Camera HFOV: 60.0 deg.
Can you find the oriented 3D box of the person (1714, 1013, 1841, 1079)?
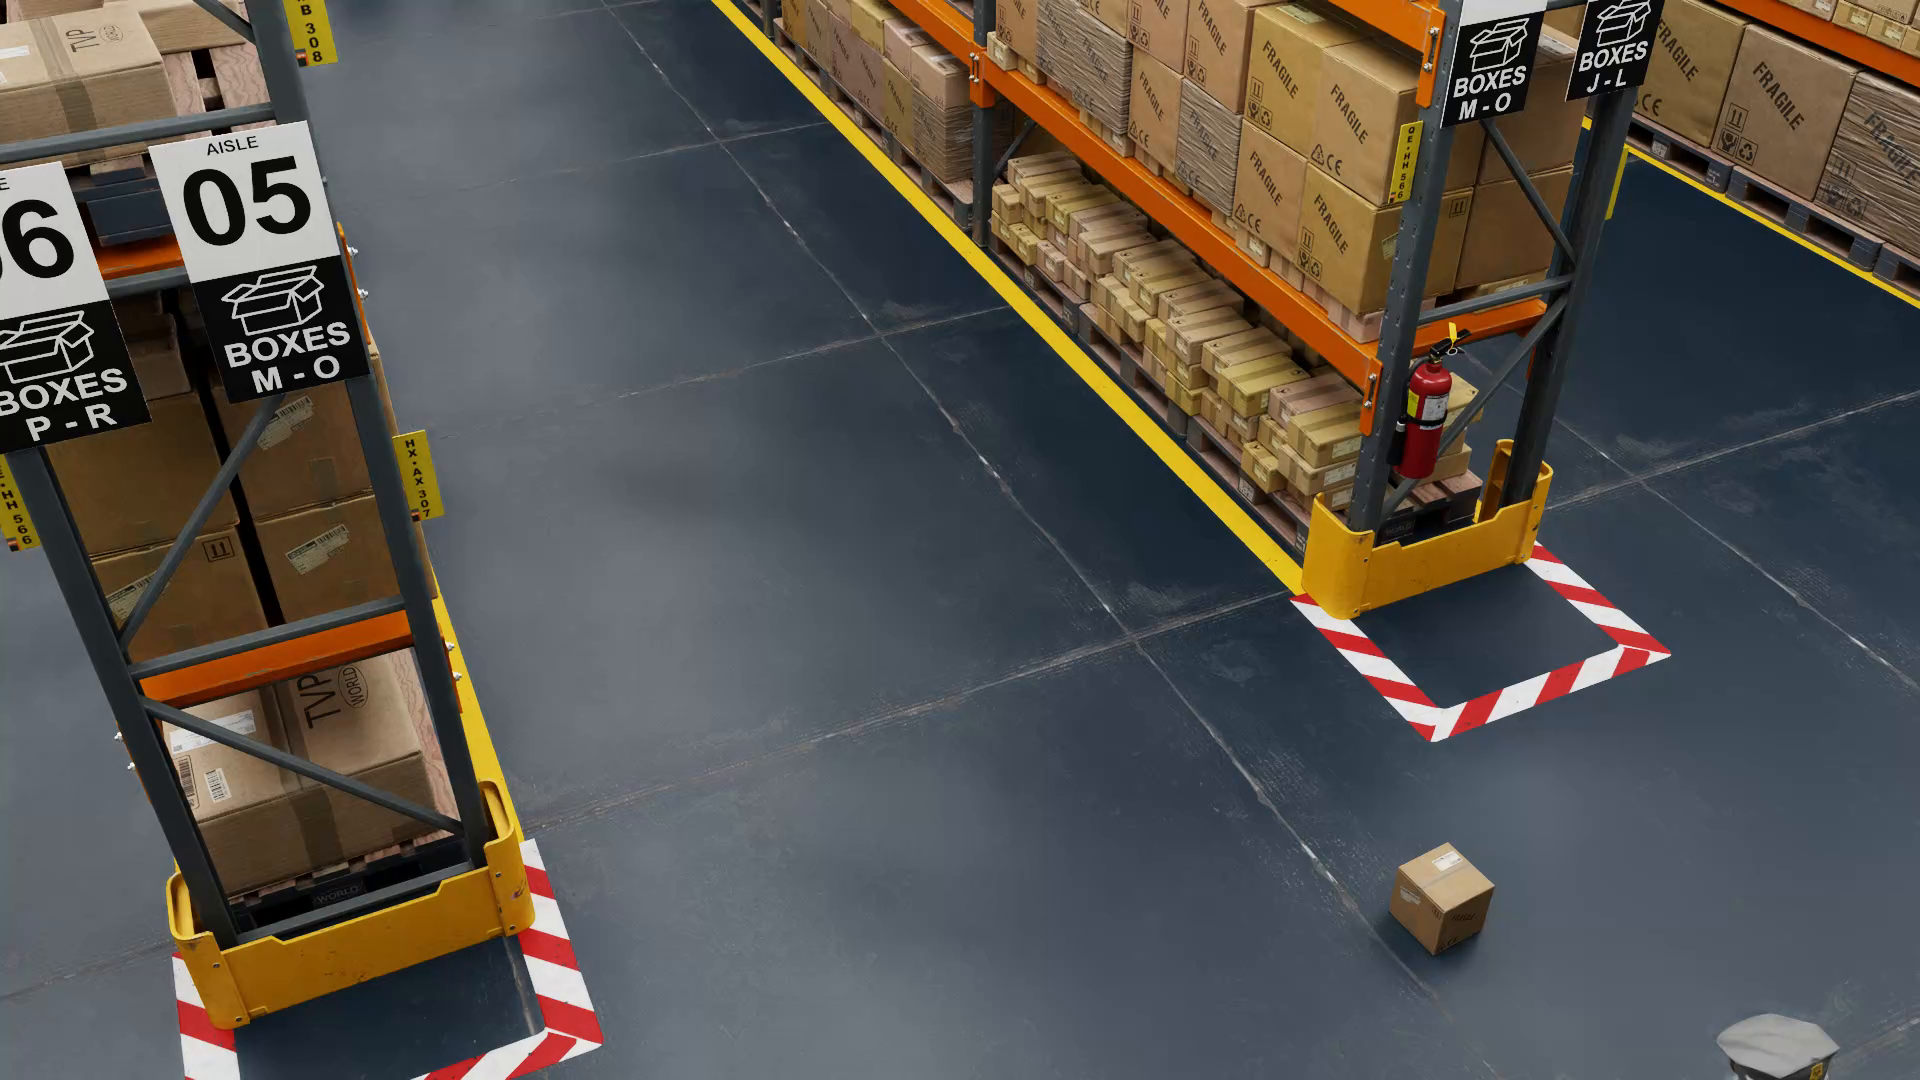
[{"bbox_3d":[1.995,1.887,4.352,0.480,1.654,0.929,-9,38,-11],"label":"person"}]
